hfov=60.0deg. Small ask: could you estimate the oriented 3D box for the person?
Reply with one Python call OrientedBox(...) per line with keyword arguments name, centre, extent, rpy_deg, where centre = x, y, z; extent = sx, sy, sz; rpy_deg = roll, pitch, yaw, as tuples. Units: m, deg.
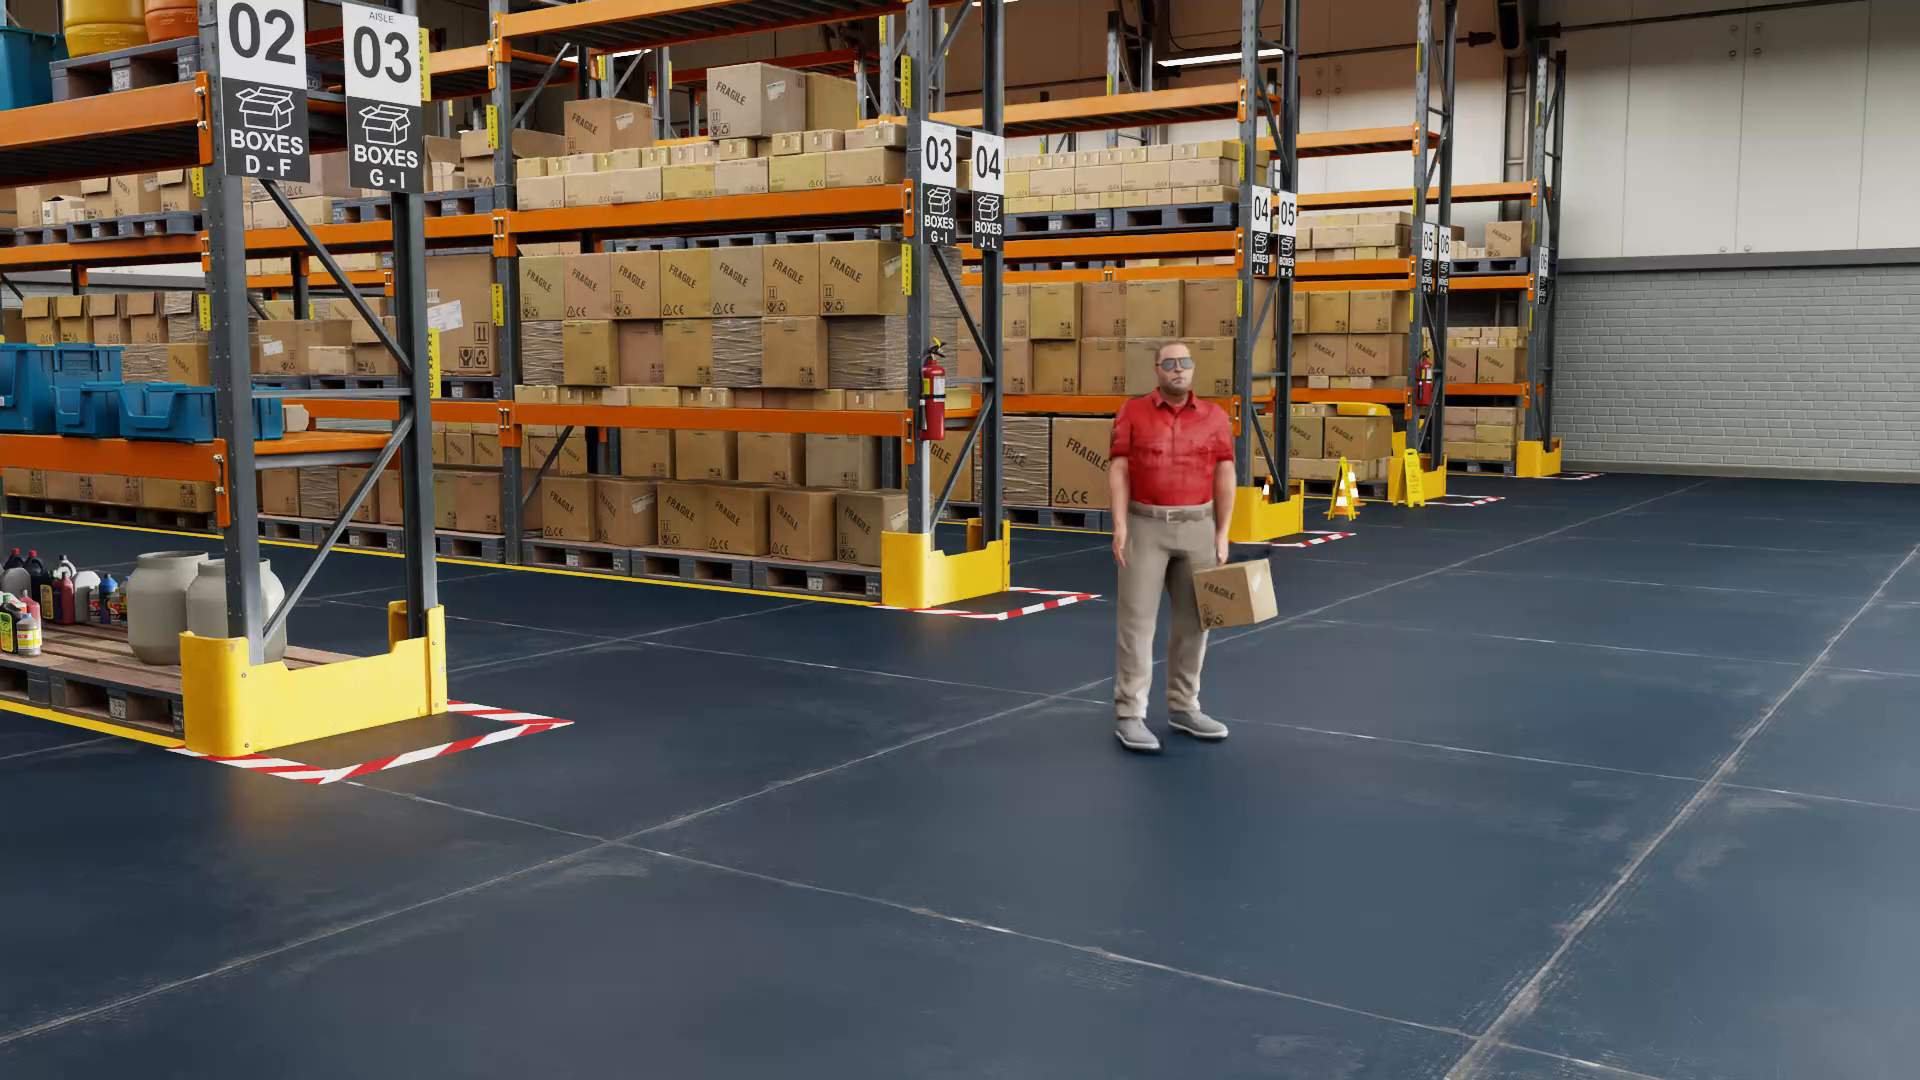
OrientedBox(name="person", centre=(0.927, 0.008, 7.139), extent=(0.576, 1.730, 0.523), rpy_deg=(-1, 6, -7))
